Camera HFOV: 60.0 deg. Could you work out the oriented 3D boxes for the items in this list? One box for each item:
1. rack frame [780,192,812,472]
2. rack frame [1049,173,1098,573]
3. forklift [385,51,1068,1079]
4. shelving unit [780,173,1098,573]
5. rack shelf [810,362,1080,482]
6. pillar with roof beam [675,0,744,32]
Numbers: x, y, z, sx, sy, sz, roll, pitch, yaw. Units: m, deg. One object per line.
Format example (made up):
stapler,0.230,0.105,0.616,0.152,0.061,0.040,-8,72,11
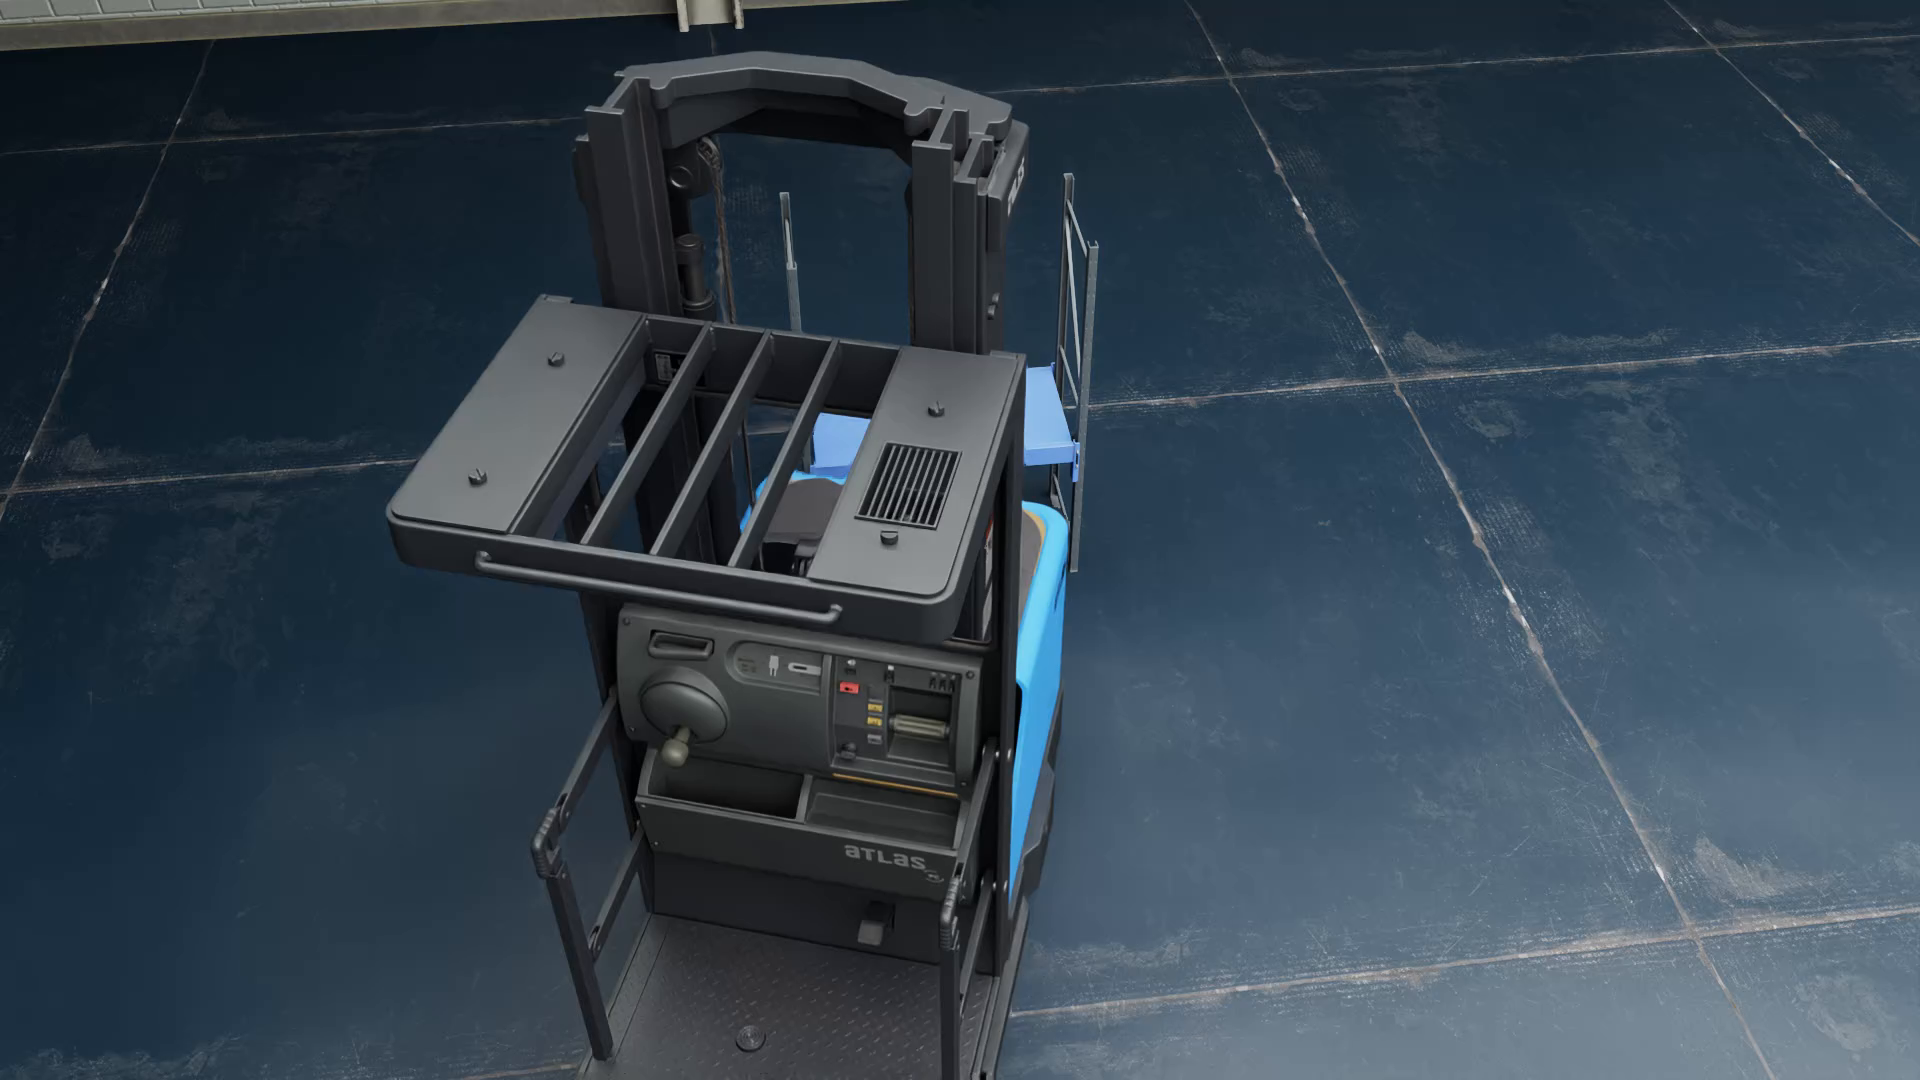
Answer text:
rack frame,-0.589,-0.505,6.191,0.032,1.500,0.500,-5,42,-6
rack frame,0.419,-0.594,6.288,0.032,1.500,0.500,-5,42,-6
forklift,-0.454,0.500,4.008,1.130,2.935,3.031,8,43,9
shelving unit,-0.085,-0.550,6.239,1.048,1.500,0.538,-5,42,-6
rack shelf,-0.085,-0.416,6.360,1.000,0.185,0.538,-5,42,-6
pillar with roof beam,-0.988,-3.721,4.157,0.400,9.000,9.100,-5,42,-6
